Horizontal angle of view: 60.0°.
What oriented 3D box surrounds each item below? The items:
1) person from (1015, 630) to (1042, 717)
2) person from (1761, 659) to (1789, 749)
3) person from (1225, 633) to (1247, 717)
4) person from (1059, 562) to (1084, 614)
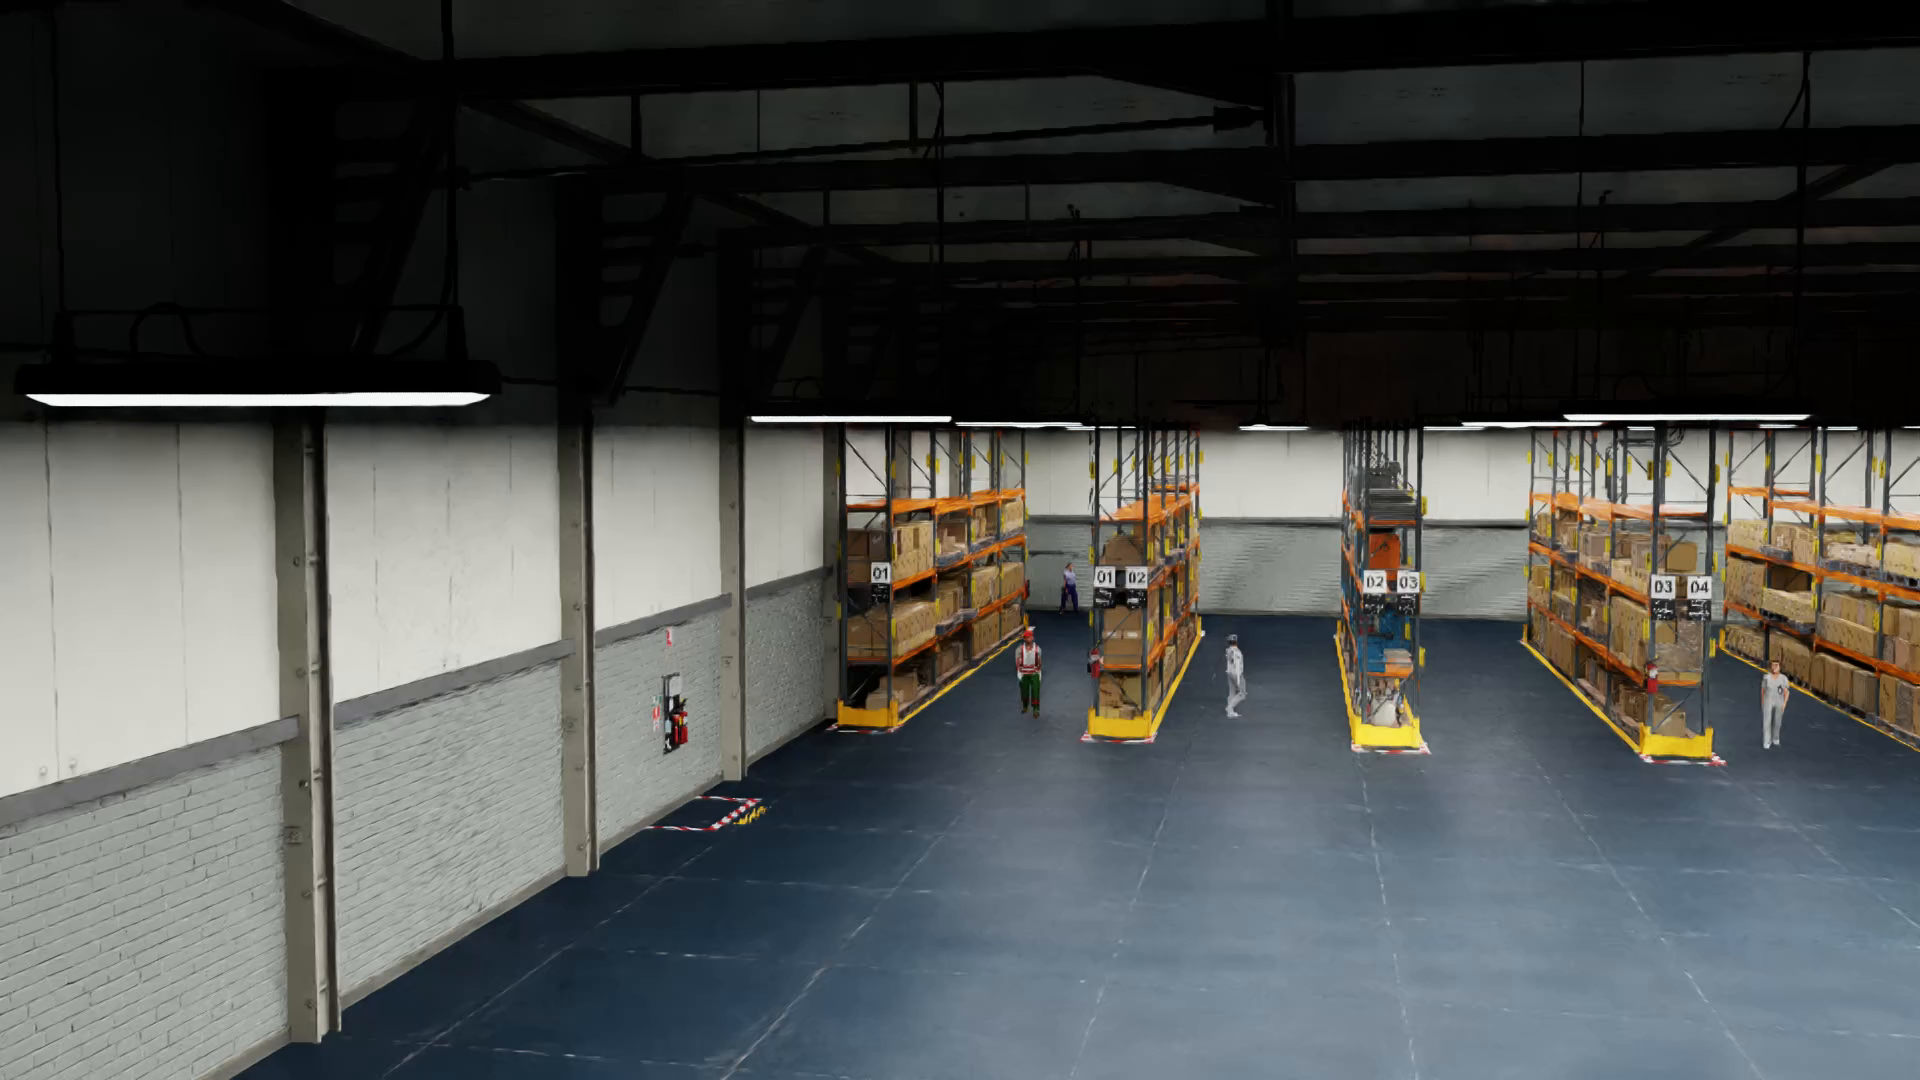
[{"bbox_3d":[1.381,2.674,33.480,0.528,1.727,1.030,0,4,3],"label":"person"},{"bbox_3d":[14.762,2.928,30.140,0.445,1.562,0.876,1,4,21],"label":"person"},{"bbox_3d":[5.480,2.722,33.339,0.414,1.673,0.516,-1,4,-17],"label":"person"},{"bbox_3d":[3.475,1.515,52.297,0.734,1.620,0.563,-3,5,-40],"label":"person"}]
